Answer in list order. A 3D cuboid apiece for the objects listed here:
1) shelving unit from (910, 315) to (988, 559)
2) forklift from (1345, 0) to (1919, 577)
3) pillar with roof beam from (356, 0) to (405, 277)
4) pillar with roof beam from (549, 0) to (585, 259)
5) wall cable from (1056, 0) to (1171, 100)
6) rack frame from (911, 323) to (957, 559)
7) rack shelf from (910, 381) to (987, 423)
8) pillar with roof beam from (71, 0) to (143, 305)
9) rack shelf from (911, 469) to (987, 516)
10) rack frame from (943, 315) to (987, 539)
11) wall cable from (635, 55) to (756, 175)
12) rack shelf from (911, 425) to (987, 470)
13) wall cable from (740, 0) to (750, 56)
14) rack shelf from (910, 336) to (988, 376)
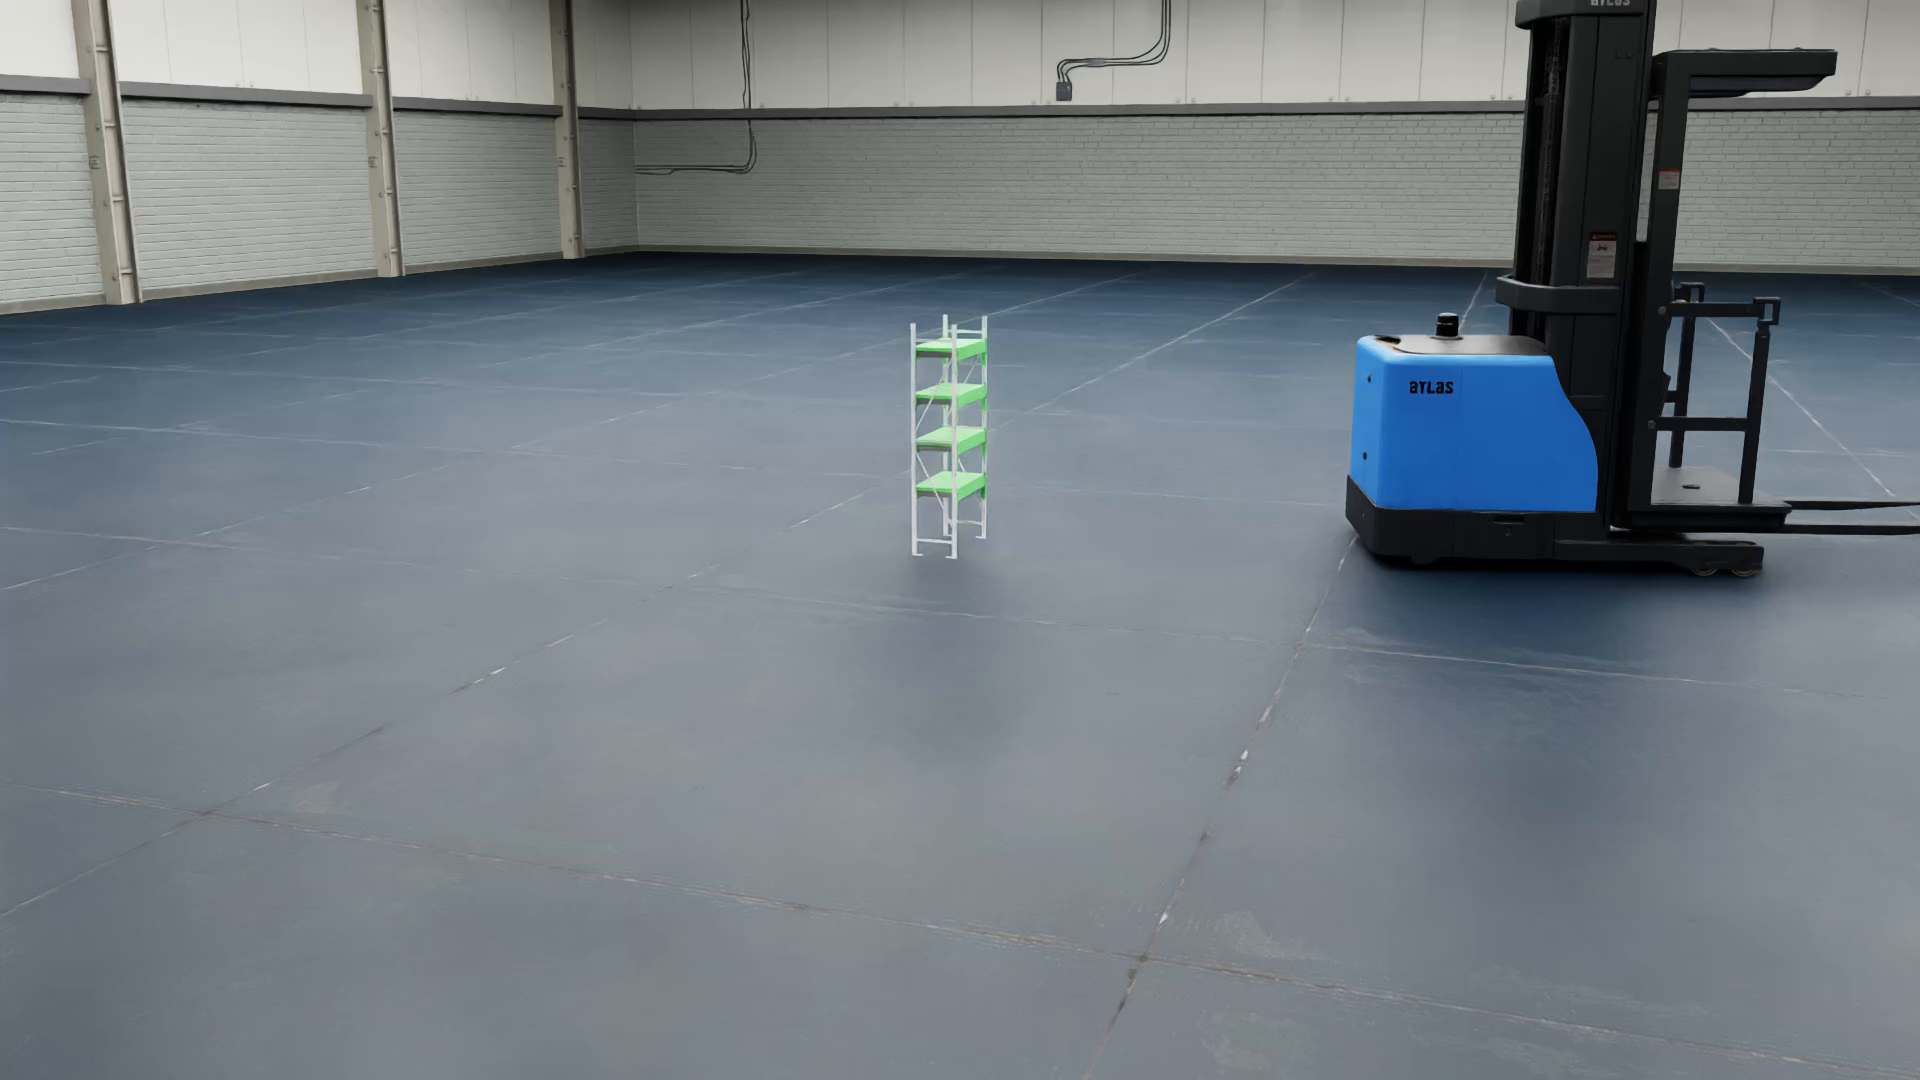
[{"bbox_3d":[-0.054,-0.550,8.702,0.258,1.200,0.503,4,14,18],"label":"shelving unit"},{"bbox_3d":[3.621,-1.372,8.410,3.031,2.935,1.130,1,13,4],"label":"forklift"},{"bbox_3d":[-5.991,-8.741,27.061,9.100,9.000,0.400,4,14,18],"label":"pillar with roof beam"},{"bbox_3d":[-4.050,-10.004,32.596,9.100,9.000,0.400,4,14,18],"label":"pillar with roof beam"},{"bbox_3d":[3.059,-11.810,32.867,2.305,6.003,0.169,4,14,18],"label":"wall cable"},{"bbox_3d":[-0.133,-0.499,8.477,0.240,1.200,0.015,4,14,18],"label":"rack frame"},{"bbox_3d":[-0.054,-0.722,8.663,0.258,0.148,0.480,4,14,18],"label":"rack shelf"},{"bbox_3d":[-7.932,-7.478,21.526,9.100,9.000,0.400,4,14,18],"label":"pillar with roof beam"},{"bbox_3d":[-0.054,-0.254,8.769,0.258,0.148,0.480,4,14,18],"label":"rack shelf"},{"bbox_3d":[0.025,-0.601,8.927,0.240,1.200,0.015,4,14,18],"label":"rack frame"},{"bbox_3d":[-5.919,-9.325,36.600,3.097,2.526,0.112,4,14,18],"label":"wall cable"},{"bbox_3d":[-0.054,-0.488,8.716,0.258,0.148,0.480,4,14,18],"label":"rack shelf"},{"bbox_3d":[-3.359,-11.593,35.185,3.097,2.526,0.112,4,14,18],"label":"wall cable"},{"bbox_3d":[-0.054,-0.956,8.609,0.258,0.148,0.480,4,14,18],"label":"rack shelf"}]
